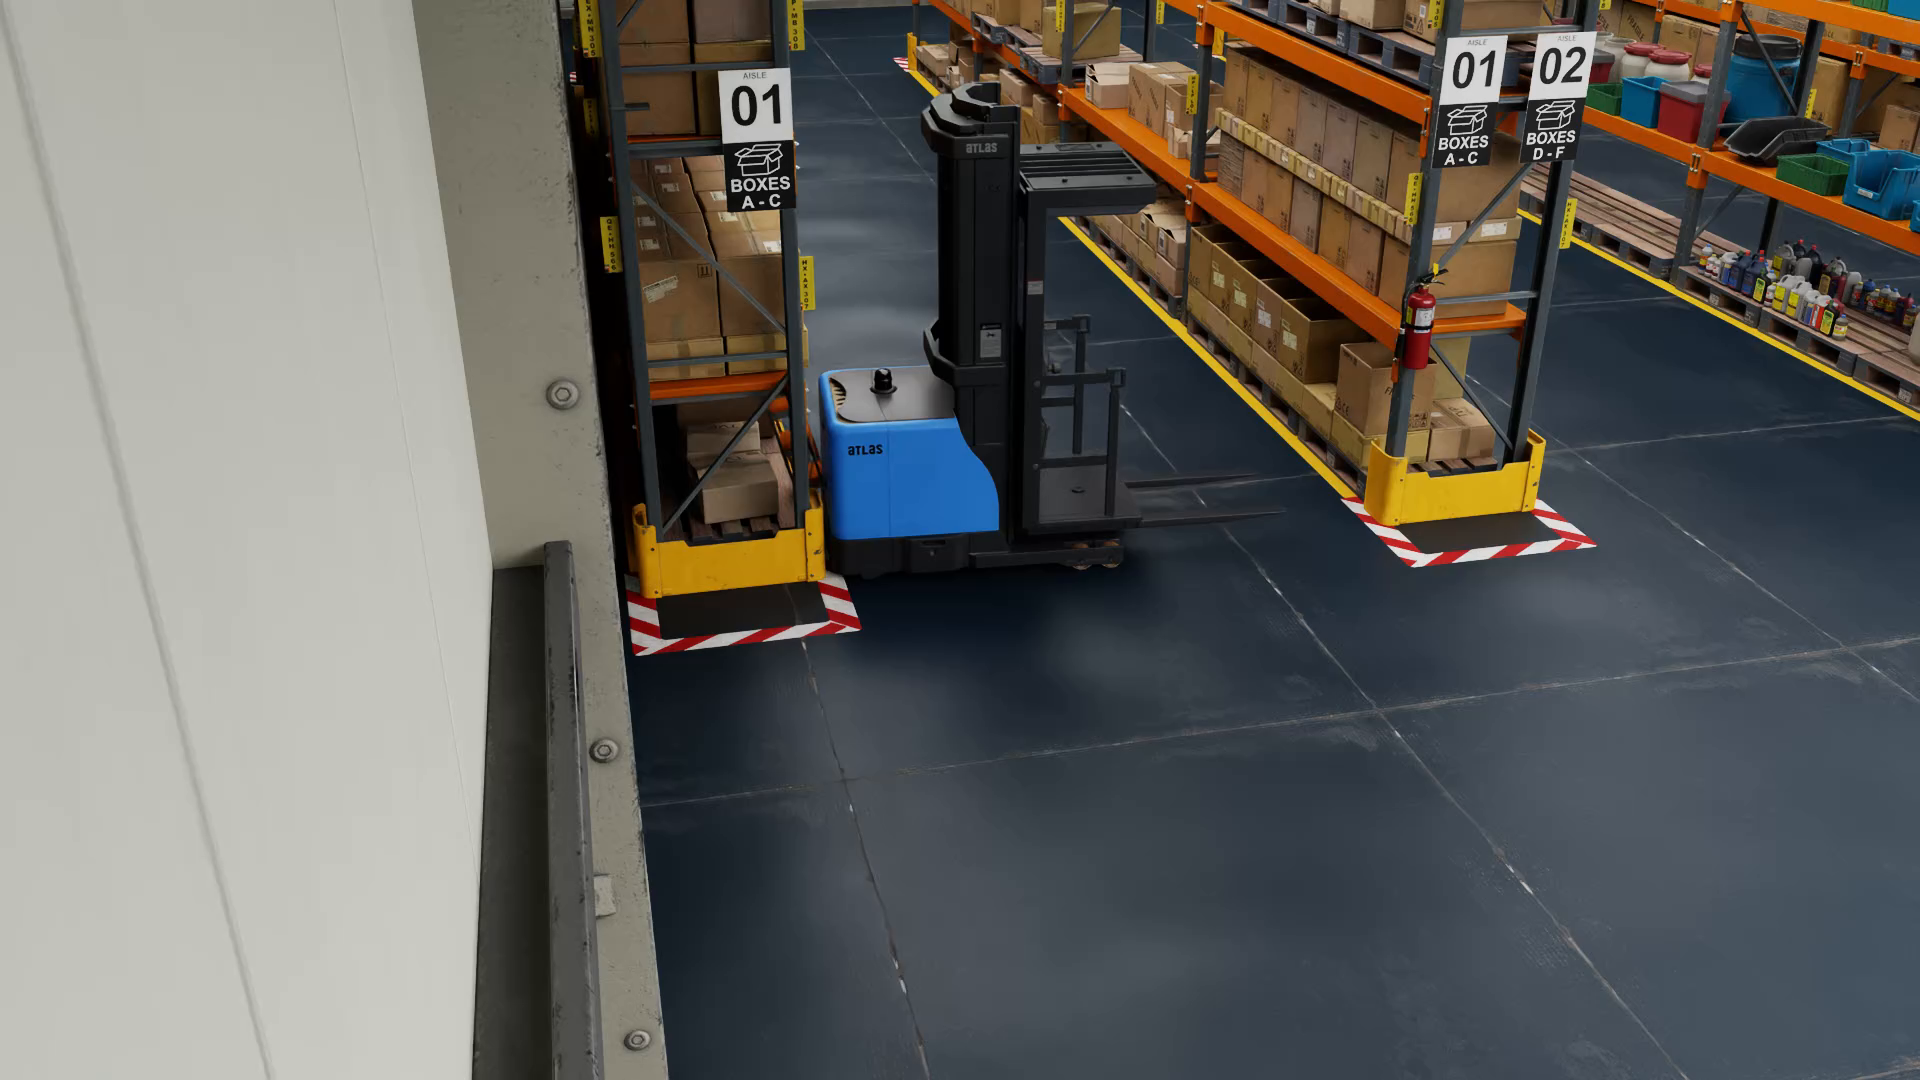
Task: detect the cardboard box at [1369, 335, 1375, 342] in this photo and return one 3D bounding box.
[{"bbox_3d":[3.244,-1.564,12.620,0.500,0.500,0.500,-6,27,-12],"label":"cardboard box"}]

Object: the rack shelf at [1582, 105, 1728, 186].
[{"bbox_3d":[6.863,-4.388,17.260,1.077,0.370,4.000,-6,27,-12],"label":"rack shelf"}]

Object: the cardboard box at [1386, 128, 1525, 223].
[{"bbox_3d":[3.284,-2.427,11.026,0.700,0.500,0.500,-6,27,-11],"label":"cardboard box"}]

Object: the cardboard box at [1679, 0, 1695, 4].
[{"bbox_3d":[10.196,-7.664,22.840,0.500,0.500,0.500,-6,27,-11],"label":"cardboard box"}]

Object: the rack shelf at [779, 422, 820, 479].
[{"bbox_3d":[-1.072,-0.598,11.084,0.215,0.259,0.240,-16,30,2],"label":"rack shelf"}]

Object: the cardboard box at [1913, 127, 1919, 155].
[{"bbox_3d":[11.546,-4.637,19.240,0.700,0.500,0.500,-8,28,-16],"label":"cardboard box"}]

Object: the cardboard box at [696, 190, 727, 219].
[{"bbox_3d":[-1.464,-2.032,11.105,0.500,0.500,0.500,-7,28,-13],"label":"cardboard box"}]

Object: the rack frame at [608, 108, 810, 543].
[{"bbox_3d":[-1.437,-1.070,9.886,1.000,3.000,0.127,-6,27,-12],"label":"rack frame"}]

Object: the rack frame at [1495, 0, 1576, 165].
[{"bbox_3d":[6.412,-5.588,18.838,1.000,3.000,0.127,-6,27,-12],"label":"rack frame"}]

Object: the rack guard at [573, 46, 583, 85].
[{"bbox_3d":[-5.048,-6.988,24.387,1.175,0.500,0.348,-6,27,-12],"label":"rack guard"}]

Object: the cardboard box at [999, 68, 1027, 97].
[{"bbox_3d":[0.781,-5.581,20.279,0.500,0.250,0.500,-6,27,-11],"label":"cardboard box"}]

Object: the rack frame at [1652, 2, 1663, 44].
[{"bbox_3d":[10.336,-7.847,23.313,1.000,3.000,0.127,-6,27,-12],"label":"rack frame"}]

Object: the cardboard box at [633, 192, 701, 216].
[{"bbox_3d":[-1.975,-1.980,11.003,0.500,0.500,0.500,-7,28,-13],"label":"cardboard box"}]

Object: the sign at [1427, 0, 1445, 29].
[{"bbox_3d":[2.856,-3.224,9.932,0.100,0.325,0.005,-6,27,-12],"label":"sign"}]

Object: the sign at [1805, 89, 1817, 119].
[{"bbox_3d":[7.852,-4.006,15.397,0.100,0.325,0.005,-6,27,-12],"label":"sign"}]

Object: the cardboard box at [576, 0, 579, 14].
[{"bbox_3d":[-4.283,-6.296,19.779,0.500,0.500,0.500,-7,28,-13],"label":"cardboard box"}]

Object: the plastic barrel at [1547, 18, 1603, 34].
[{"bbox_3d":[6.812,-5.475,18.464,0.600,0.536,0.708,-6,27,-12],"label":"plastic barrel"}]

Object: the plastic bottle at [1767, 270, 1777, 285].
[{"bbox_3d":[7.203,-2.270,14.804,0.097,0.271,0.097,0,27,0],"label":"plastic bottle"}]

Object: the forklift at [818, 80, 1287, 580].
[{"bbox_3d":[0.618,-1.350,10.518,3.031,2.935,1.130,-4,27,-8],"label":"forklift"}]

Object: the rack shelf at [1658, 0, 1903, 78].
[{"bbox_3d":[10.787,-6.647,21.736,1.077,0.370,4.000,-6,27,-12],"label":"rack shelf"}]

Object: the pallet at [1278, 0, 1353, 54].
[{"bbox_3d":[2.976,-3.723,11.914,1.003,0.211,1.213,-6,27,-12],"label":"pallet"}]

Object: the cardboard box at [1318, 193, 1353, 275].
[{"bbox_3d":[3.066,-2.274,12.161,0.700,0.500,0.500,-6,27,-11],"label":"cardboard box"}]

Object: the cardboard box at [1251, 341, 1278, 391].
[{"bbox_3d":[2.630,-1.397,13.121,0.500,0.250,0.500,-6,27,-12],"label":"cardboard box"}]

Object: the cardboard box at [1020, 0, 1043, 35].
[{"bbox_3d":[1.142,-6.305,19.682,0.700,0.500,0.500,-13,30,-25],"label":"cardboard box"}]

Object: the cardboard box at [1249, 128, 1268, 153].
[{"bbox_3d":[2.536,-3.189,13.254,0.380,0.149,0.250,-6,27,-12],"label":"cardboard box"}]

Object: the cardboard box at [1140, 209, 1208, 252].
[{"bbox_3d":[1.993,-2.917,15.510,0.500,0.311,0.500,-5,27,-10],"label":"cardboard box"}]

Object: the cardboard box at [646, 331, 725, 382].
[{"bbox_3d":[-1.731,-1.197,10.283,0.500,0.250,0.500,-6,27,-11],"label":"cardboard box"}]

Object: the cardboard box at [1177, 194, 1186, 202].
[{"bbox_3d":[2.411,-3.195,16.060,0.500,0.311,0.500,-7,28,-13],"label":"cardboard box"}]

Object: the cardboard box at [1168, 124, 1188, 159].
[{"bbox_3d":[2.110,-3.638,15.123,0.396,0.266,0.258,-7,28,-13],"label":"cardboard box"}]

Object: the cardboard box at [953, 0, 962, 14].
[{"bbox_3d":[0.204,-7.306,22.132,0.500,0.500,0.500,-5,27,-10],"label":"cardboard box"}]

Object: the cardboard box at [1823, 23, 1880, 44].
[{"bbox_3d":[10.885,-6.327,20.191,0.500,0.500,0.500,-5,27,-10],"label":"cardboard box"}]

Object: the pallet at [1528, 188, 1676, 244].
[{"bbox_3d":[6.820,-3.464,17.725,1.003,0.211,1.213,-6,27,-12],"label":"pallet"}]

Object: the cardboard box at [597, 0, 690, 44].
[{"bbox_3d":[-1.789,-3.071,9.281,0.500,0.500,0.500,-5,27,-9],"label":"cardboard box"}]

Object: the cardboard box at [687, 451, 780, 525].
[{"bbox_3d":[-1.505,-0.378,11.013,0.500,0.311,0.500,-9,28,-17],"label":"cardboard box"}]

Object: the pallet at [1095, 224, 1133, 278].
[{"bbox_3d":[2.004,-2.941,16.690,1.003,0.211,1.213,-6,27,-12],"label":"pallet"}]

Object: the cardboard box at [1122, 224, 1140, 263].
[{"bbox_3d":[1.883,-2.890,16.078,0.500,0.250,0.500,-5,27,-10],"label":"cardboard box"}]

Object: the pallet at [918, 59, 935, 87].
[{"bbox_3d":[-0.020,-6.970,24.672,1.003,0.211,1.213,-6,27,-12],"label":"pallet"}]

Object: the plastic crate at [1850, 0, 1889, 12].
[{"bbox_3d":[7.404,-4.356,13.303,0.336,0.188,0.450,-6,27,-12],"label":"plastic crate"}]

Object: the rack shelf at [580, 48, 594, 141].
[{"bbox_3d":[-3.691,-5.138,18.746,1.077,0.370,4.000,-6,27,-12],"label":"rack shelf"}]

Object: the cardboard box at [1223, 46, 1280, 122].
[{"bbox_3d":[2.593,-3.760,13.666,0.700,0.500,0.500,-6,27,-11],"label":"cardboard box"}]

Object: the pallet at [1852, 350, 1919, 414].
[{"bbox_3d":[7.974,-1.216,13.272,1.003,0.211,1.213,-6,27,-12],"label":"pallet"}]

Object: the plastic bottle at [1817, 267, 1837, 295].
[{"bbox_3d":[7.761,-2.314,14.879,0.061,0.283,0.133,-6,27,-12],"label":"plastic bottle"}]

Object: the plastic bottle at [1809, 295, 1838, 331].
[{"bbox_3d":[7.344,-1.931,14.128,0.152,0.276,0.135,-6,27,-11],"label":"plastic bottle"}]

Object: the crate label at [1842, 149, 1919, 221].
[{"bbox_3d":[7.537,-2.872,13.418,0.502,0.435,0.616,-6,27,-12],"label":"crate label"}]

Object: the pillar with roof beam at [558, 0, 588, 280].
[{"bbox_3d":[0.404,-7.038,15.054,9.100,9.000,0.400,-6,27,-12],"label":"pillar with roof beam"}]

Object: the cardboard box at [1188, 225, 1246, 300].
[{"bbox_3d":[2.286,-2.390,14.255,0.500,0.500,0.500,-6,27,-12],"label":"cardboard box"}]

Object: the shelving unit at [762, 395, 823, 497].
[{"bbox_3d":[-1.074,-0.607,11.078,0.215,1.050,0.252,-16,30,2],"label":"shelving unit"}]

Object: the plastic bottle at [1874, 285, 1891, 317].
[{"bbox_3d":[8.010,-2.076,14.420,0.097,0.271,0.097,0,27,0],"label":"plastic bottle"}]

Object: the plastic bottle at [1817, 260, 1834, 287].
[{"bbox_3d":[7.860,-2.410,15.069,0.061,0.283,0.133,-4,27,-8],"label":"plastic bottle"}]

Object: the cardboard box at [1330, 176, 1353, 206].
[{"bbox_3d":[2.884,-2.510,11.909,0.380,0.149,0.250,-5,27,-10],"label":"cardboard box"}]

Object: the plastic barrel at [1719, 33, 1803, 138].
[{"bbox_3d":[7.522,-4.256,15.643,0.600,0.901,0.708,-6,27,-12],"label":"plastic barrel"}]

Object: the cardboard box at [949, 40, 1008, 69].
[{"bbox_3d":[0.255,-6.748,23.420,0.797,0.503,0.637,-6,27,-12],"label":"cardboard box"}]

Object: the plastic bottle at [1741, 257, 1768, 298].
[{"bbox_3d":[7.134,-2.366,14.907,0.144,0.351,0.185,-7,28,-14],"label":"plastic bottle"}]

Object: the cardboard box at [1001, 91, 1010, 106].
[{"bbox_3d":[0.792,-5.232,20.420,0.500,0.500,0.500,-6,27,-11],"label":"cardboard box"}]
